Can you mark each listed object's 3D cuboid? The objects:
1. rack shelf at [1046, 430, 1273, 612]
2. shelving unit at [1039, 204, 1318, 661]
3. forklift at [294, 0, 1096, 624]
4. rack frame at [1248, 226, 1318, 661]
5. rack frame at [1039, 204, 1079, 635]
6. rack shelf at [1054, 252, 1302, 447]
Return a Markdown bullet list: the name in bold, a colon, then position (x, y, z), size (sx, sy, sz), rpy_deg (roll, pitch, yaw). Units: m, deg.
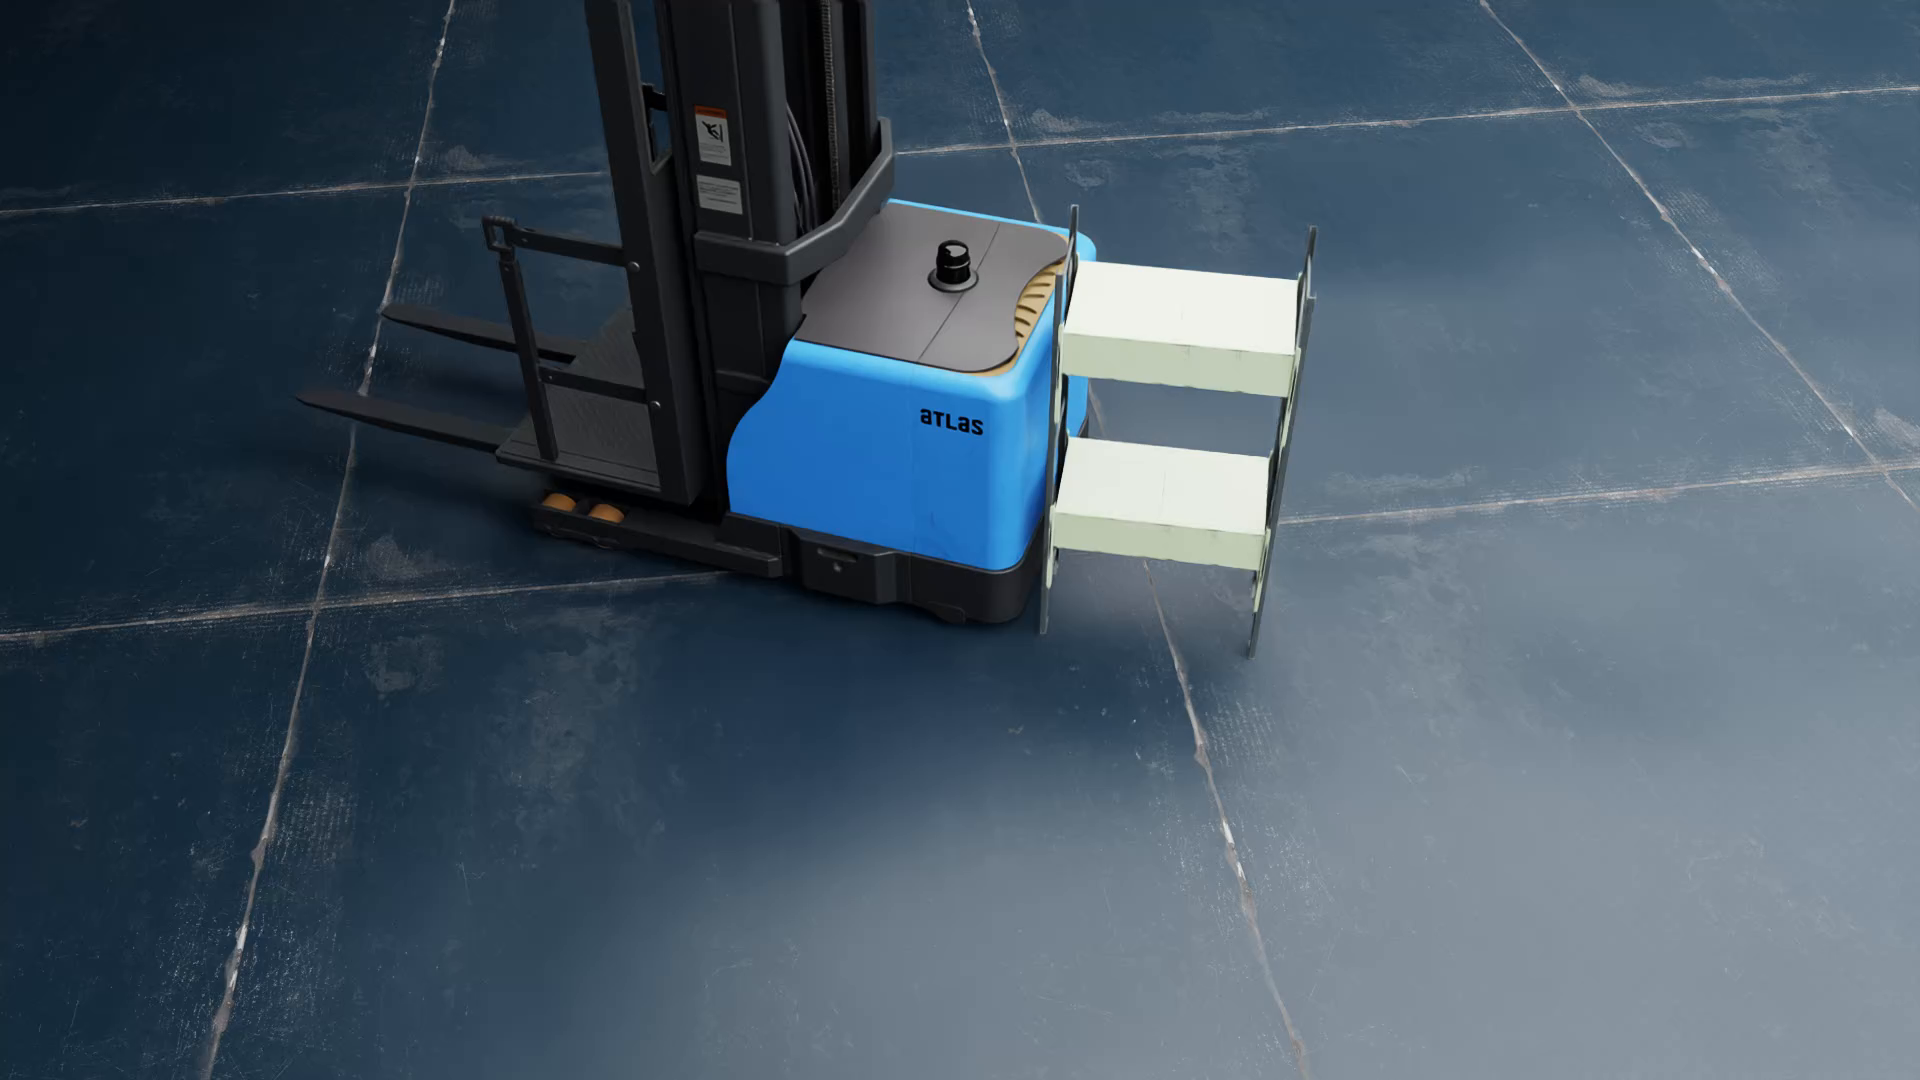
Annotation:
- **rack shelf**: position (0.685, -0.069, 5.694), size (0.720, 0.370, 0.431), rpy_deg (7, 42, 7)
- **shelving unit**: position (0.685, -0.311, 5.475), size (0.755, 1.500, 0.431), rpy_deg (7, 42, 7)
- **forklift**: position (-1.082, -1.378, 5.590), size (3.031, 2.935, 1.130), rpy_deg (13, 44, 14)
- **rack frame**: position (1.046, -0.270, 5.429), size (0.023, 1.500, 0.400), rpy_deg (7, 42, 7)
- **rack frame**: position (0.324, -0.353, 5.521), size (0.023, 1.500, 0.400), rpy_deg (7, 42, 7)
- **rack shelf**: position (0.685, -0.601, 5.214), size (0.720, 0.370, 0.431), rpy_deg (7, 42, 7)
